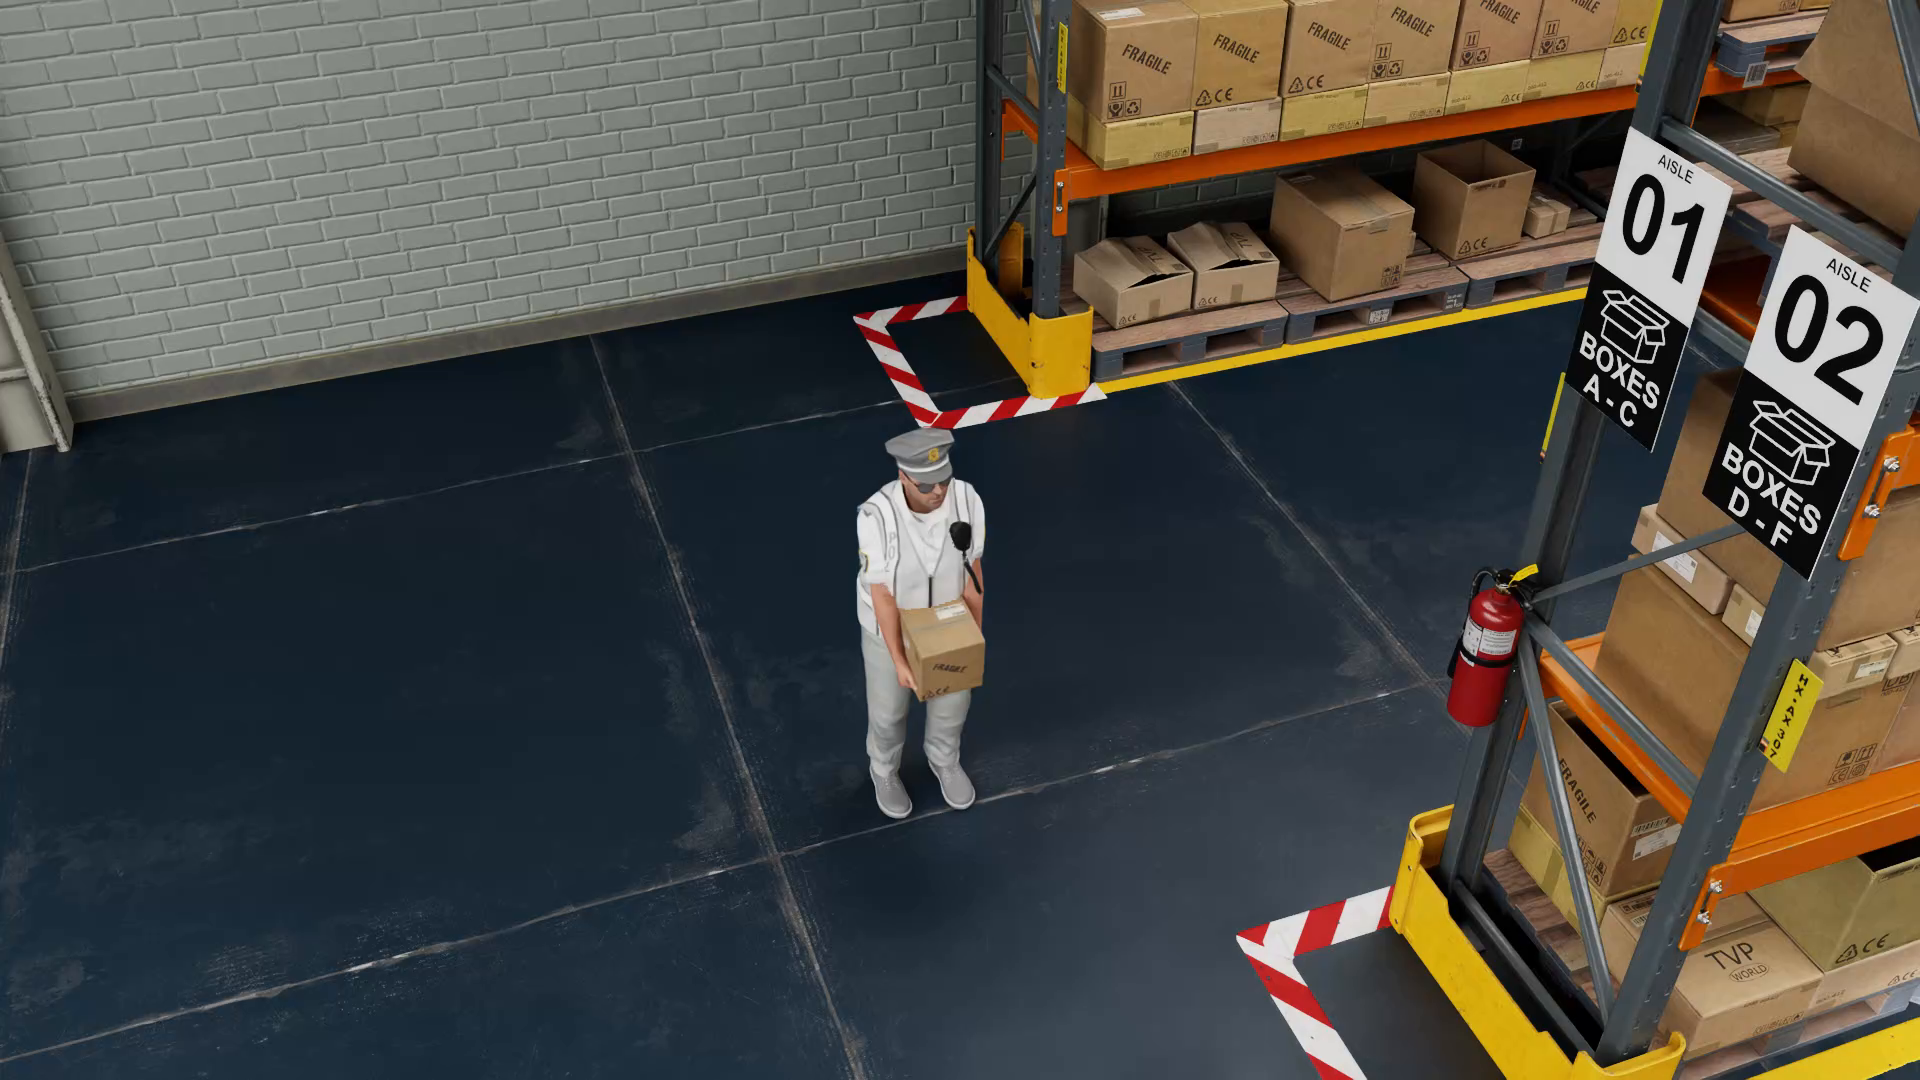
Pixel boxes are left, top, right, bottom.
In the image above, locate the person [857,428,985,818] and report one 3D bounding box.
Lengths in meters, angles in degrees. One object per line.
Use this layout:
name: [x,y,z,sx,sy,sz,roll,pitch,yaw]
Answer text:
person: [-0.127,0.338,6.337,0.488,1.761,0.583,-13,39,-17]
